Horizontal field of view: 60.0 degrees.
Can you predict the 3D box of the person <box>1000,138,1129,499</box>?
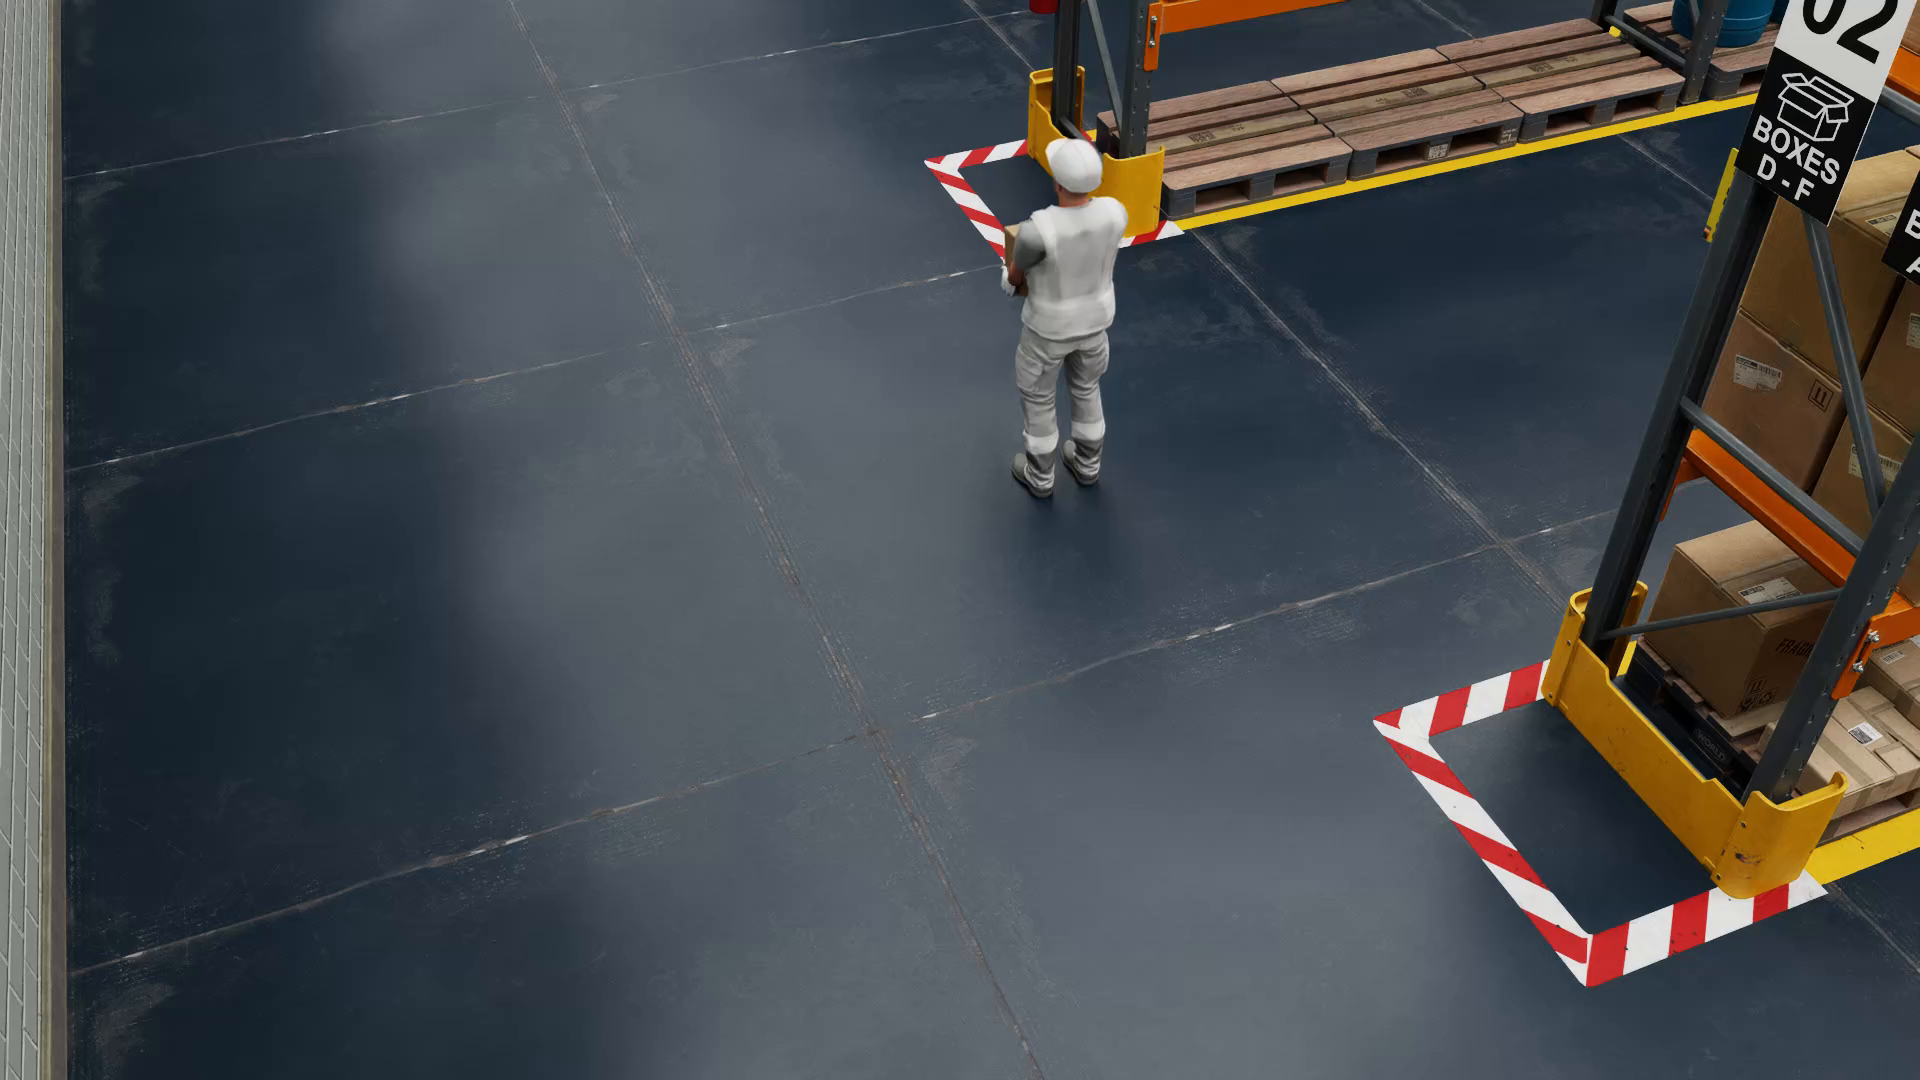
[{"bbox_3d":[0.415,-1.006,7.285,0.505,1.787,0.564,-15,44,-17],"label":"person"}]
